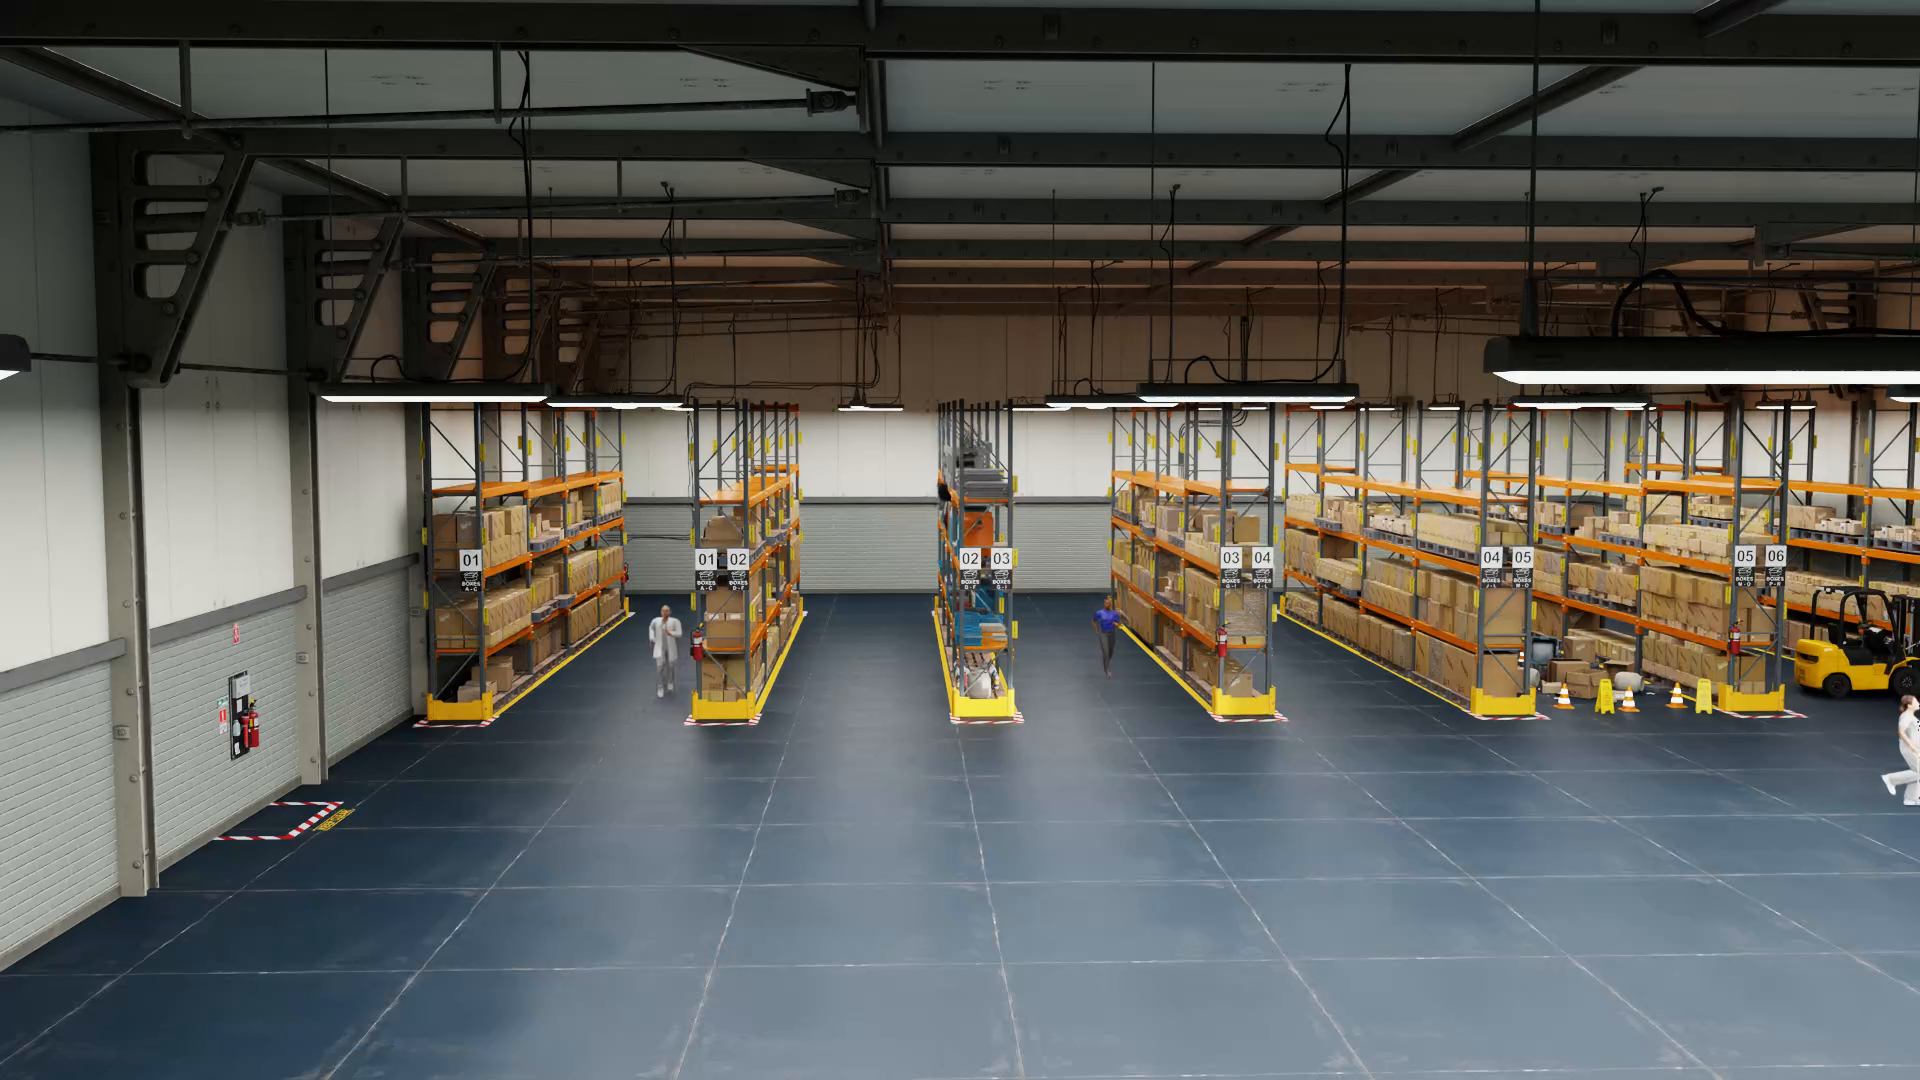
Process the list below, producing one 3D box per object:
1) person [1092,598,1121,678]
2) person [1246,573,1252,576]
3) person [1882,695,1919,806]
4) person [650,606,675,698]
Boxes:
[{"bbox_3d":[3.131,2.067,35.328,0.574,1.629,0.922,-1,4,-13],"label":"person"},{"bbox_3d":[7.969,1.323,47.386,0.714,1.616,0.650,2,5,27],"label":"person"},{"bbox_3d":[13.855,3.073,24.341,0.598,1.613,0.580,2,5,26],"label":"person"},{"bbox_3d":[-6.004,2.249,33.921,0.647,1.836,0.908,-1,4,-7],"label":"person"}]
